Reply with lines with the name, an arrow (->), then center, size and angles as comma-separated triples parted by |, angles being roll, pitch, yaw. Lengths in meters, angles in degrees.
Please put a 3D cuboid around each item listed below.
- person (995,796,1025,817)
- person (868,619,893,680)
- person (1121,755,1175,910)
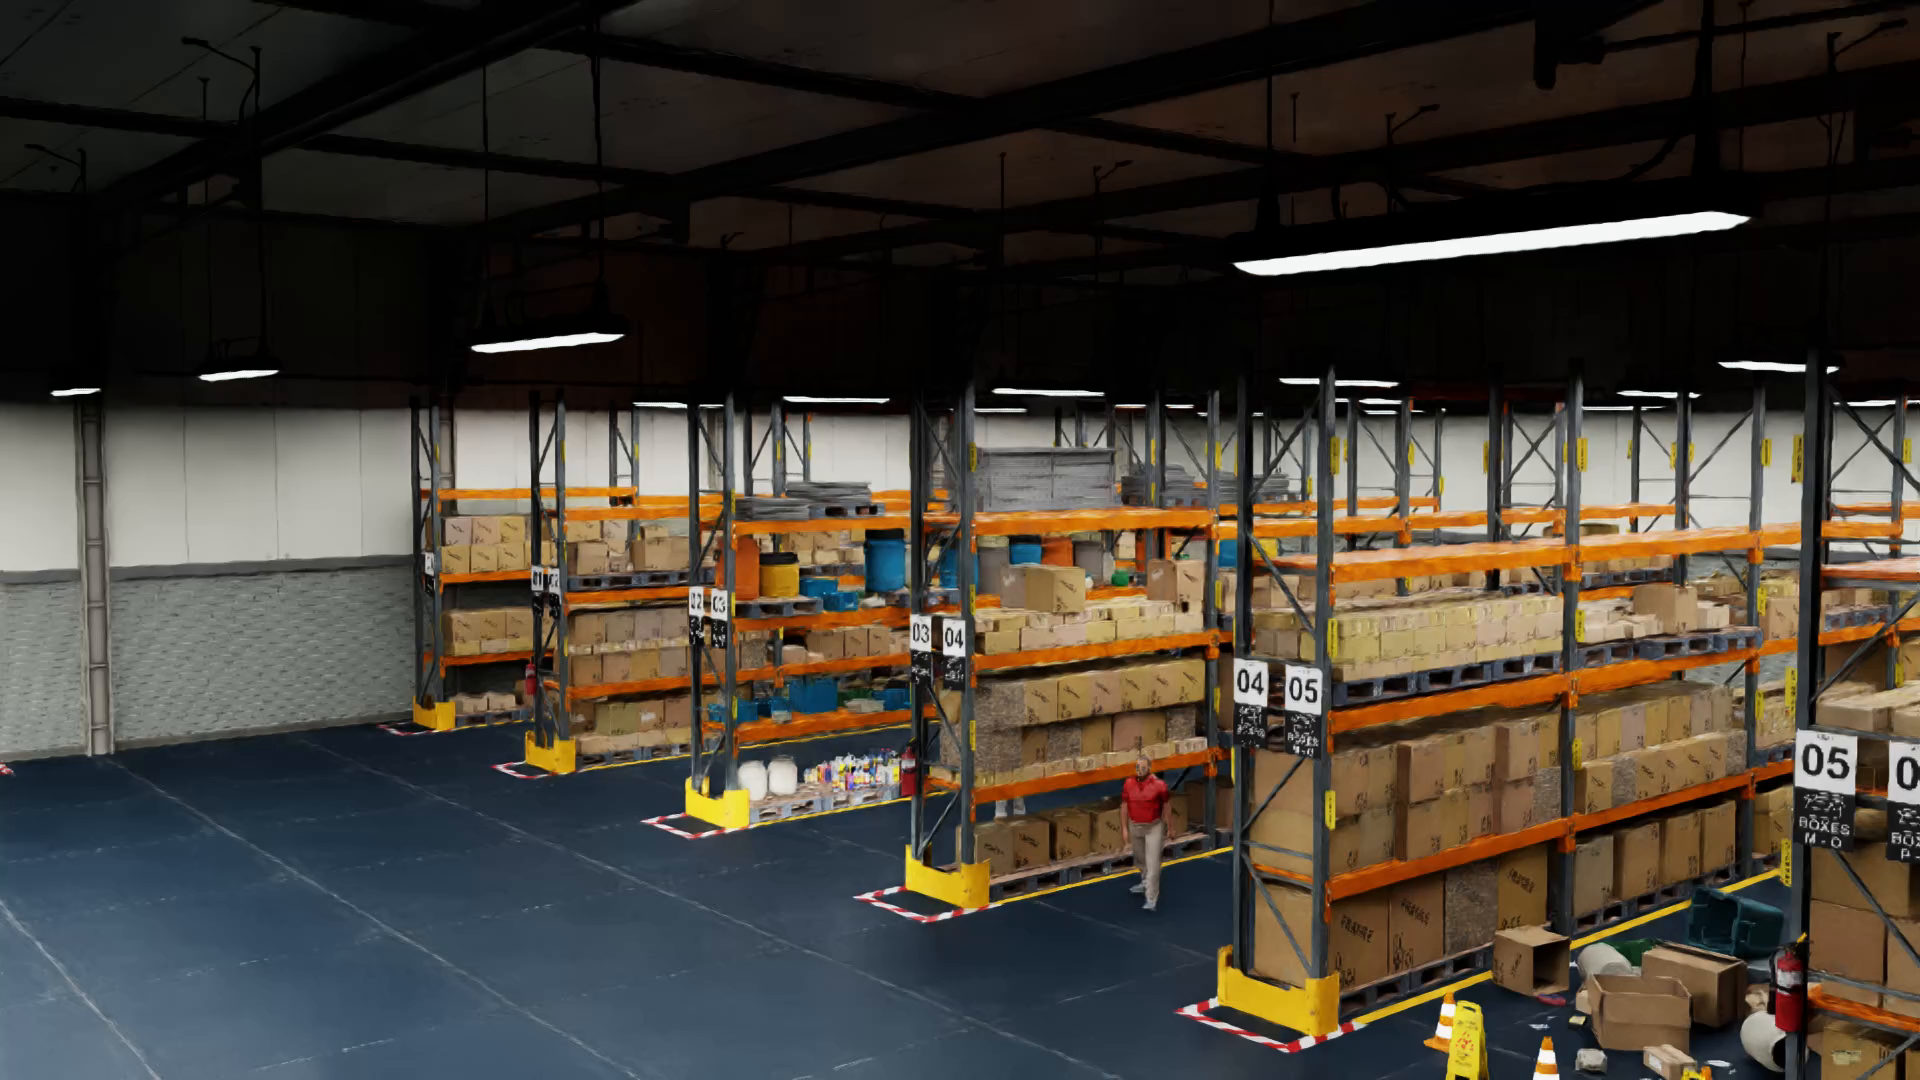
person -> 0.611, 2.976, 21.687 | 0.608, 1.787, 0.489 | -1, 3, -9
person -> -1.533, 2.372, 32.760 | 0.546, 1.733, 0.729 | -3, 4, -41
person -> 2.077, 3.230, 18.623 | 0.583, 1.679, 0.974 | 2, 4, 27
